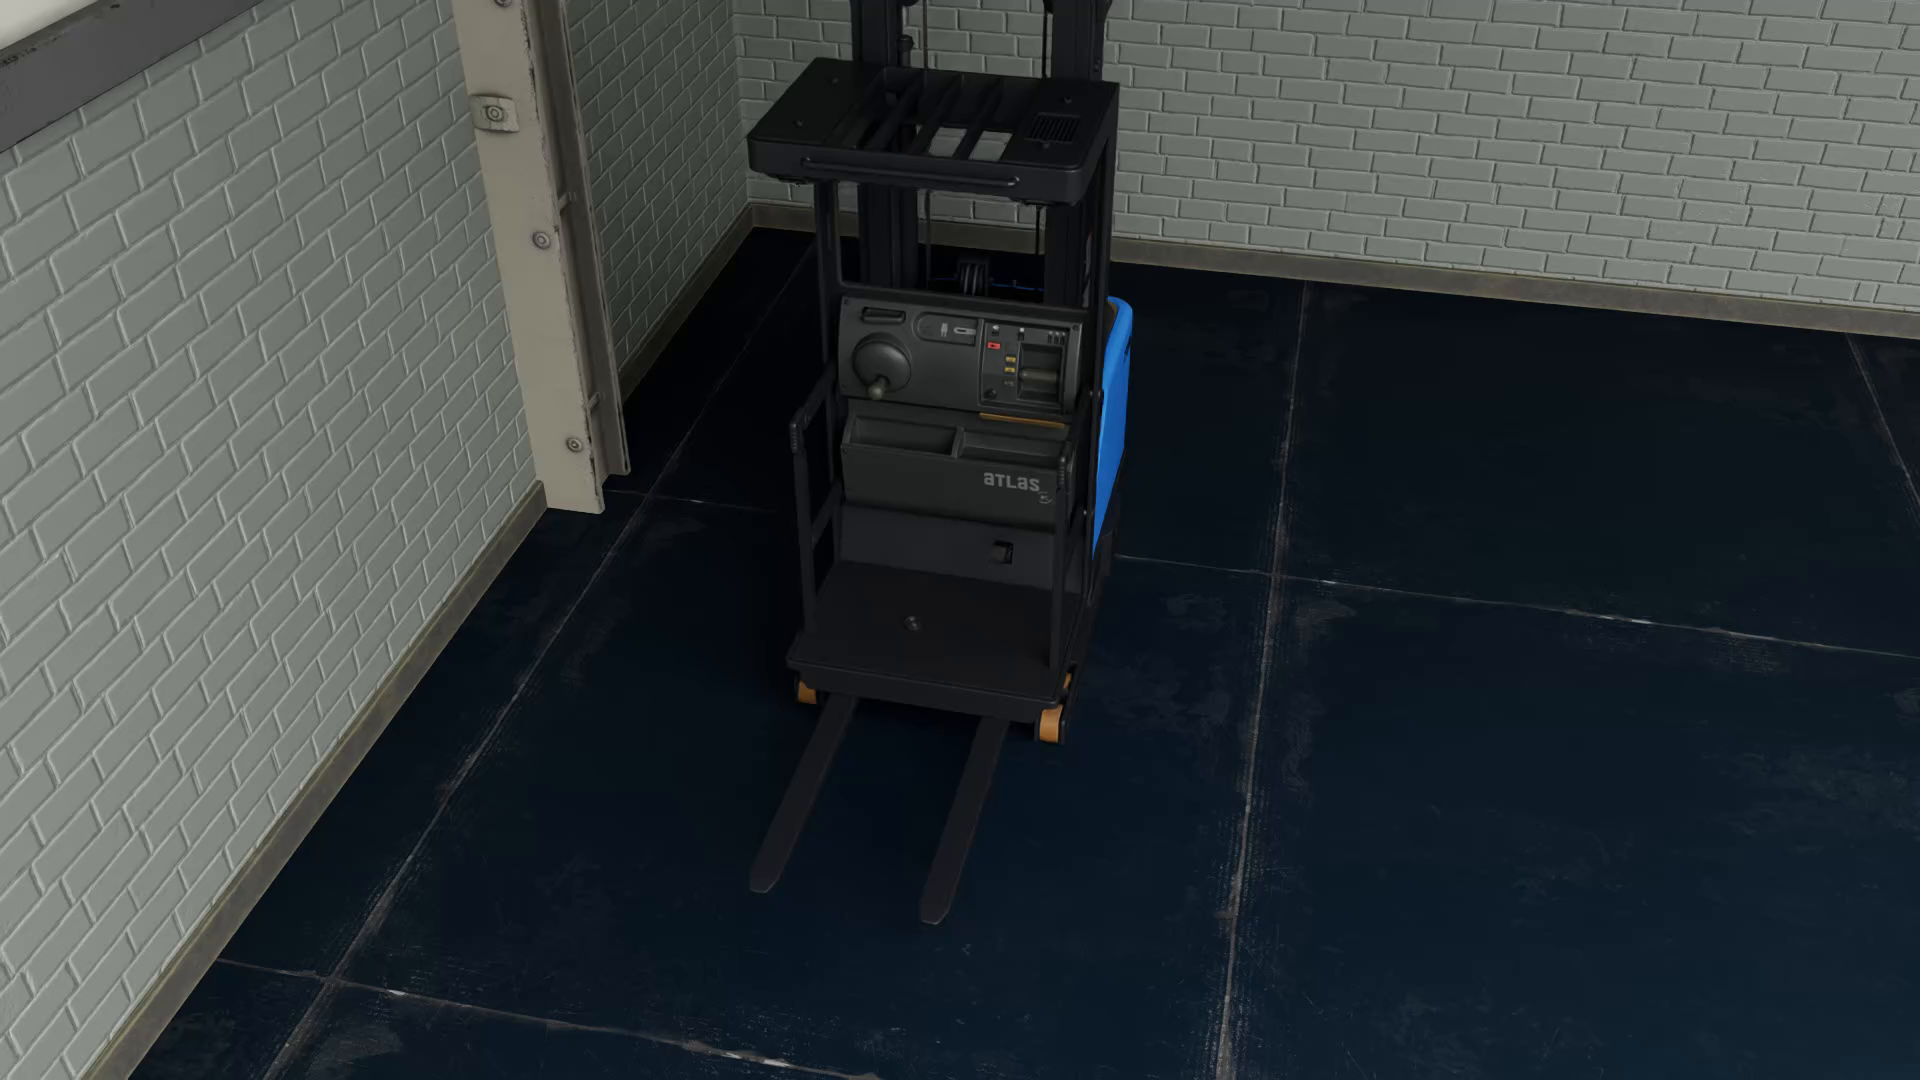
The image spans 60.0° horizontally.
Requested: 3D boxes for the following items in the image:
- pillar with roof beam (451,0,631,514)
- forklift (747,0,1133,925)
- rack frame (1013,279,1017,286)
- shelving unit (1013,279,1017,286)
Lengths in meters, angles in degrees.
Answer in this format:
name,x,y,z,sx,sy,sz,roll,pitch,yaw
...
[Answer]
name,x,y,z,sx,sy,sz,roll,pitch,yaw
pillar with roof beam,2.387,-3.361,4.719,9.100,9.000,0.400,7,37,10
forklift,-0.053,-0.624,6.114,1.130,2.935,3.031,8,37,11
rack frame,0.344,-0.830,8.133,0.240,0.900,0.006,14,31,18
shelving unit,0.306,-0.786,8.051,0.258,0.900,0.210,14,31,18
